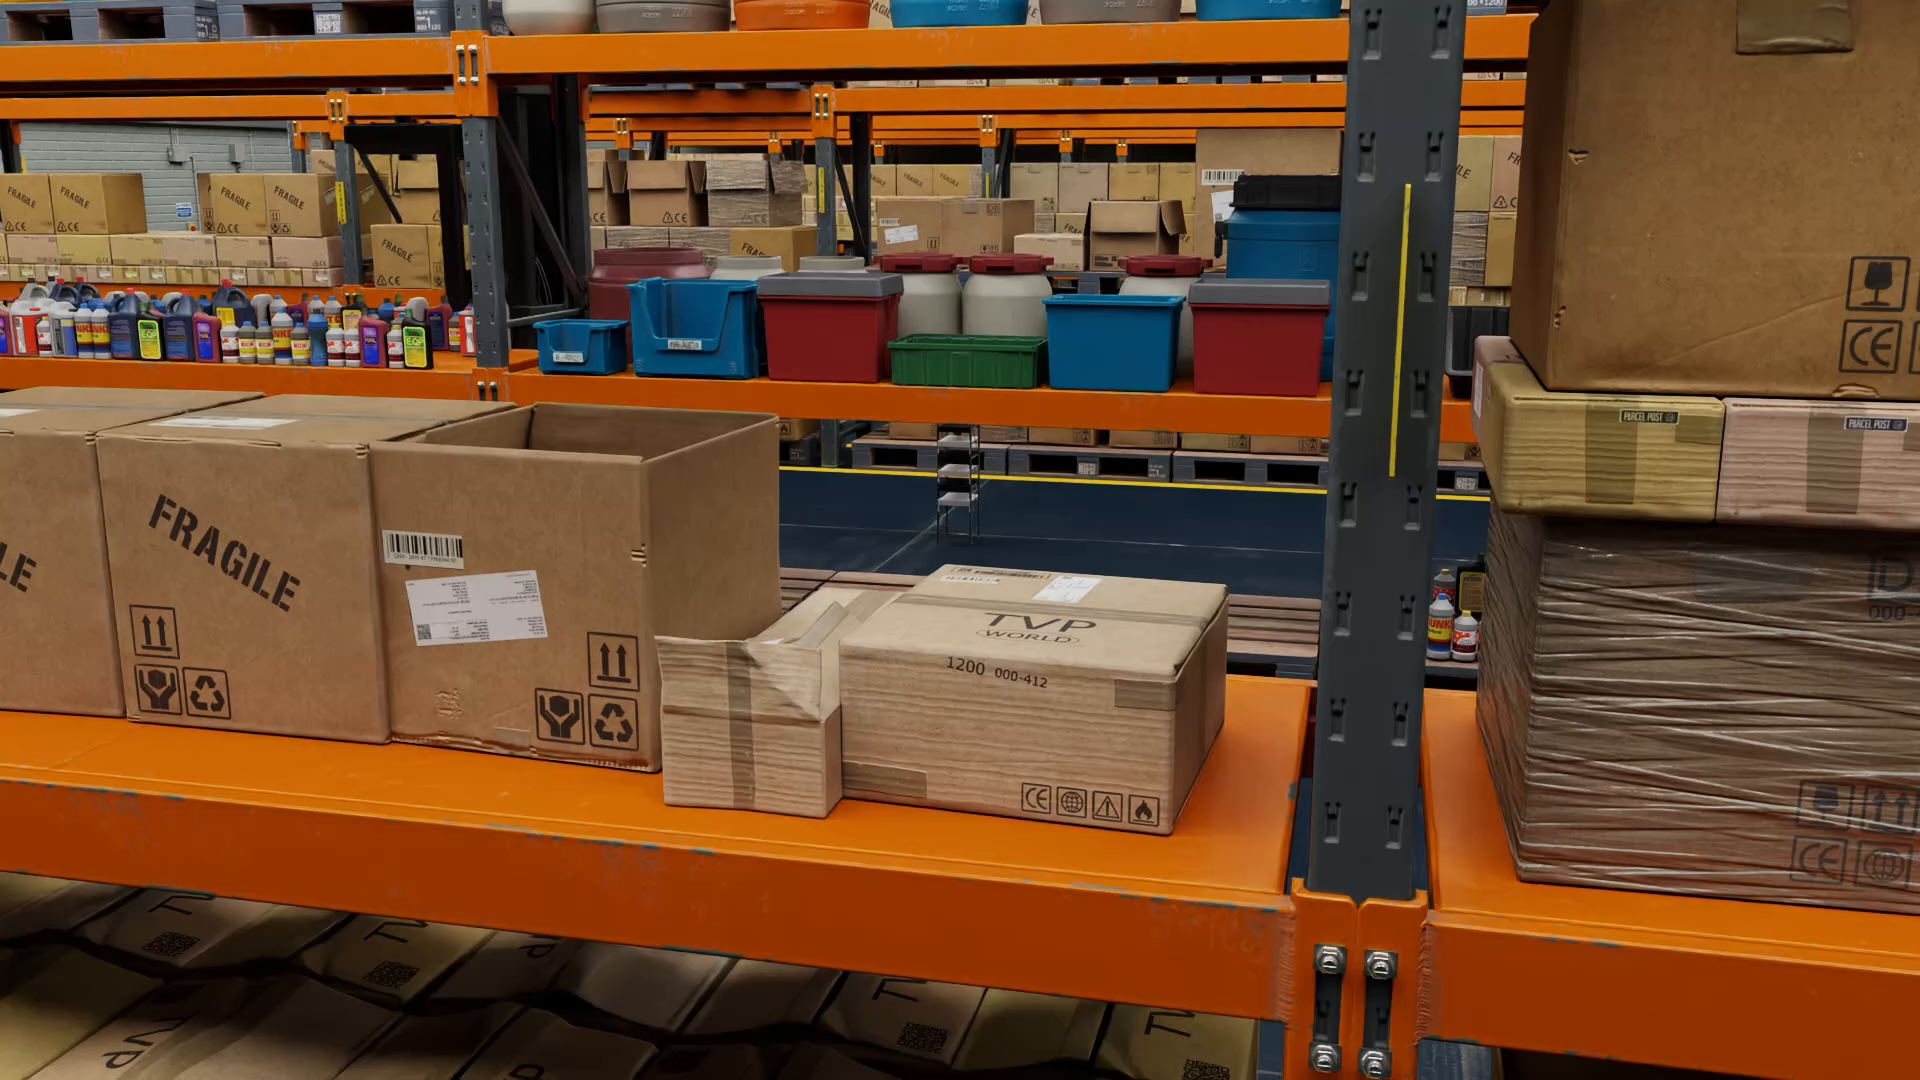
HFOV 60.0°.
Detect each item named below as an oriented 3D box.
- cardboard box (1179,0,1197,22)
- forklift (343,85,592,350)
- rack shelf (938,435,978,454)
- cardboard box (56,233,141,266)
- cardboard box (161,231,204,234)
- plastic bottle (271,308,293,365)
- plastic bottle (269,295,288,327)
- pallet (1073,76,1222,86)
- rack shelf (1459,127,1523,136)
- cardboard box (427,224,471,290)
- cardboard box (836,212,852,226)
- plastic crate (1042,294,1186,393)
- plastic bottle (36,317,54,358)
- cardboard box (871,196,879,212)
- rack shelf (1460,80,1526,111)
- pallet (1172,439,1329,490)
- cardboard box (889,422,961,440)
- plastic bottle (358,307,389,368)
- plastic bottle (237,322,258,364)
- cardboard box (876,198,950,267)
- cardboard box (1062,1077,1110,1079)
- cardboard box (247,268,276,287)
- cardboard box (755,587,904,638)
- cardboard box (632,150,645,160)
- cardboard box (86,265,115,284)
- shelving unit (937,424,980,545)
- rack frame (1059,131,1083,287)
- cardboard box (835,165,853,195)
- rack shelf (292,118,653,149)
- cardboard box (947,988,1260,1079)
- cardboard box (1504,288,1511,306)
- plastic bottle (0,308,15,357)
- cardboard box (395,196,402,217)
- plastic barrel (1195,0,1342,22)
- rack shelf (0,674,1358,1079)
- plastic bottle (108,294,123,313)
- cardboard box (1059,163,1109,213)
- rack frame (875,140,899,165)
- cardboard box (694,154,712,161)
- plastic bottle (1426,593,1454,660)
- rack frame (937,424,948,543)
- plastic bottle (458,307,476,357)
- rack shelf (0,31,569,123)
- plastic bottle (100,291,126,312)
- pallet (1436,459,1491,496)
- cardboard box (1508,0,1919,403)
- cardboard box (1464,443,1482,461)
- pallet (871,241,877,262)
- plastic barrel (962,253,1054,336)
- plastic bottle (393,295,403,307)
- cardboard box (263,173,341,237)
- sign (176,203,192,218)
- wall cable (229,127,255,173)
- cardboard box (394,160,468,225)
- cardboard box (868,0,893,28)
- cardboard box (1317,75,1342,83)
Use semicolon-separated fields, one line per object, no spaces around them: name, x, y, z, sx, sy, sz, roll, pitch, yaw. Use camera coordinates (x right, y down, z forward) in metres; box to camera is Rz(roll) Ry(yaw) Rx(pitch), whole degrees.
cardboard box;1.651;-3.724;11.958;0.637;0.503;0.797;4;13;16
forklift;-3.216;-1.629;10.810;3.031;2.935;1.130;4;13;16
rack shelf;-0.008;-0.583;10.106;0.200;0.077;0.258;3;13;14
cardboard box;-7.257;-2.470;14.103;0.500;0.250;0.500;3;13;12
cardboard box;-6.625;-2.556;14.490;0.500;0.250;0.500;3;13;14
plastic bottle;-3.276;-0.986;8.051;0.097;0.271;0.097;0;13;0
plastic bottle;-3.642;-1.175;8.902;0.097;0.271;0.097;0;13;0
pallet;1.417;-3.390;12.097;1.003;0.211;1.213;3;13;14
rack shelf;7.315;-5.003;20.595;4.000;0.370;1.077;3;13;14
cardboard box;-3.893;-2.271;13.316;0.500;0.500;0.500;3;13;14
cardboard box;-1.187;-3.366;17.403;0.250;0.149;0.380;3;13;13
plastic crate;0.666;-0.852;7.187;0.575;0.384;0.392;3;13;14
plastic bottle;-4.592;-1.023;8.376;0.097;0.201;0.097;0;13;0
cardboard box;-0.942;-3.497;17.308;0.250;0.149;0.380;3;13;15
rack shelf;4.940;-2.919;11.202;4.000;0.370;1.077;3;13;14
pallet;2.242;-0.589;12.399;1.213;0.211;1.003;3;13;14
cardboard box;-0.230;-1.081;12.938;0.500;0.500;0.700;2;13;11
plastic bottle;-2.791;-0.962;7.915;0.133;0.283;0.061;3;13;14
plastic bottle;-3.465;-0.962;8.104;0.097;0.201;0.097;0;13;0
cardboard box;-0.351;-2.352;12.708;0.500;0.500;0.500;1;13;7
cardboard box;0.160;1.076;2.543;0.500;0.311;0.500;3;13;14
cardboard box;-5.642;-2.176;13.696;0.250;0.149;0.380;3;13;13
cardboard box;-0.190;0.207;2.956;0.250;0.149;0.380;3;13;14
cardboard box;-3.862;-4.120;18.651;0.500;0.500;0.500;3;13;15
cardboard box;-7.137;-2.256;14.056;0.250;0.149;0.380;3;13;13
shelving unit;-0.008;-0.440;10.138;0.210;0.900;0.258;3;13;14
rack frame;1.489;-4.201;22.245;0.127;3.000;1.000;3;13;14
cardboard box;-1.535;-4.842;22.594;0.500;0.500;0.500;3;13;13
rack shelf;-5.424;-4.580;18.686;4.000;0.370;1.077;3;13;14
cardboard box;0.280;0.963;3.052;0.500;0.311;0.500;3;13;14
cardboard box;3.869;-1.679;11.456;0.250;0.149;0.380;3;13;14
plastic bottle;-4.839;-1.072;8.408;0.133;0.283;0.061;3;13;14
cardboard box;-5.997;-3.633;18.764;0.500;0.500;0.500;3;13;14
plastic barrel;1.266;-2.558;6.756;0.708;0.901;0.600;3;13;14
rack shelf;-1.320;0.421;3.074;4.000;0.370;1.077;3;13;14
plastic bottle;-4.532;-1.189;8.964;0.097;0.271;0.097;0;13;0
cardboard box;1.326;-3.641;17.179;0.500;0.500;0.700;3;13;13
rack frame;-1.208;-5.453;27.886;0.127;3.000;1.000;3;13;14
cardboard box;-3.489;-5.272;23.036;0.250;0.149;0.380;3;13;13
plastic bottle;2.016;0.358;6.980;0.097;0.271;0.097;0;13;0
rack frame;-0.107;-0.445;10.162;0.006;0.900;0.240;3;13;14
plastic bottle;-2.451;-1.074;8.435;0.135;0.276;0.152;3;13;14
rack shelf;-4.013;-2.293;8.379;4.000;0.370;1.077;3;13;14
plastic bottle;-4.651;-1.225;9.118;0.135;0.276;0.152;3;13;14
pallet;3.659;-0.521;12.095;1.213;0.211;1.003;3;13;14
cardboard box;1.054;-0.487;2.279;0.500;0.500;0.700;3;13;14
cardboard box;3.935;-0.837;11.884;0.500;0.500;0.500;8;15;31
pallet;-0.316;-3.076;17.616;1.003;0.211;1.213;3;13;14
plastic barrel;0.223;-1.068;7.811;0.433;0.535;0.433;0;13;0
plastic bottle;-2.983;-1.150;8.761;0.133;0.283;0.061;3;13;14
cardboard box;-5.279;-2.731;13.545;0.500;0.500;0.500;3;13;15
sign;-11.829;-5.029;25.353;0.001;0.218;0.327;3;13;14
wall cable;-11.429;-5.699;26.650;0.122;1.984;0.588;3;13;14
cardboard box;-4.146;-2.832;13.527;0.637;0.503;0.797;3;13;12
cardboard box;-0.490;-3.796;12.109;0.500;0.500;0.500;3;13;14
cardboard box;3.561;-4.596;16.243;0.500;0.250;0.500;3;13;14
